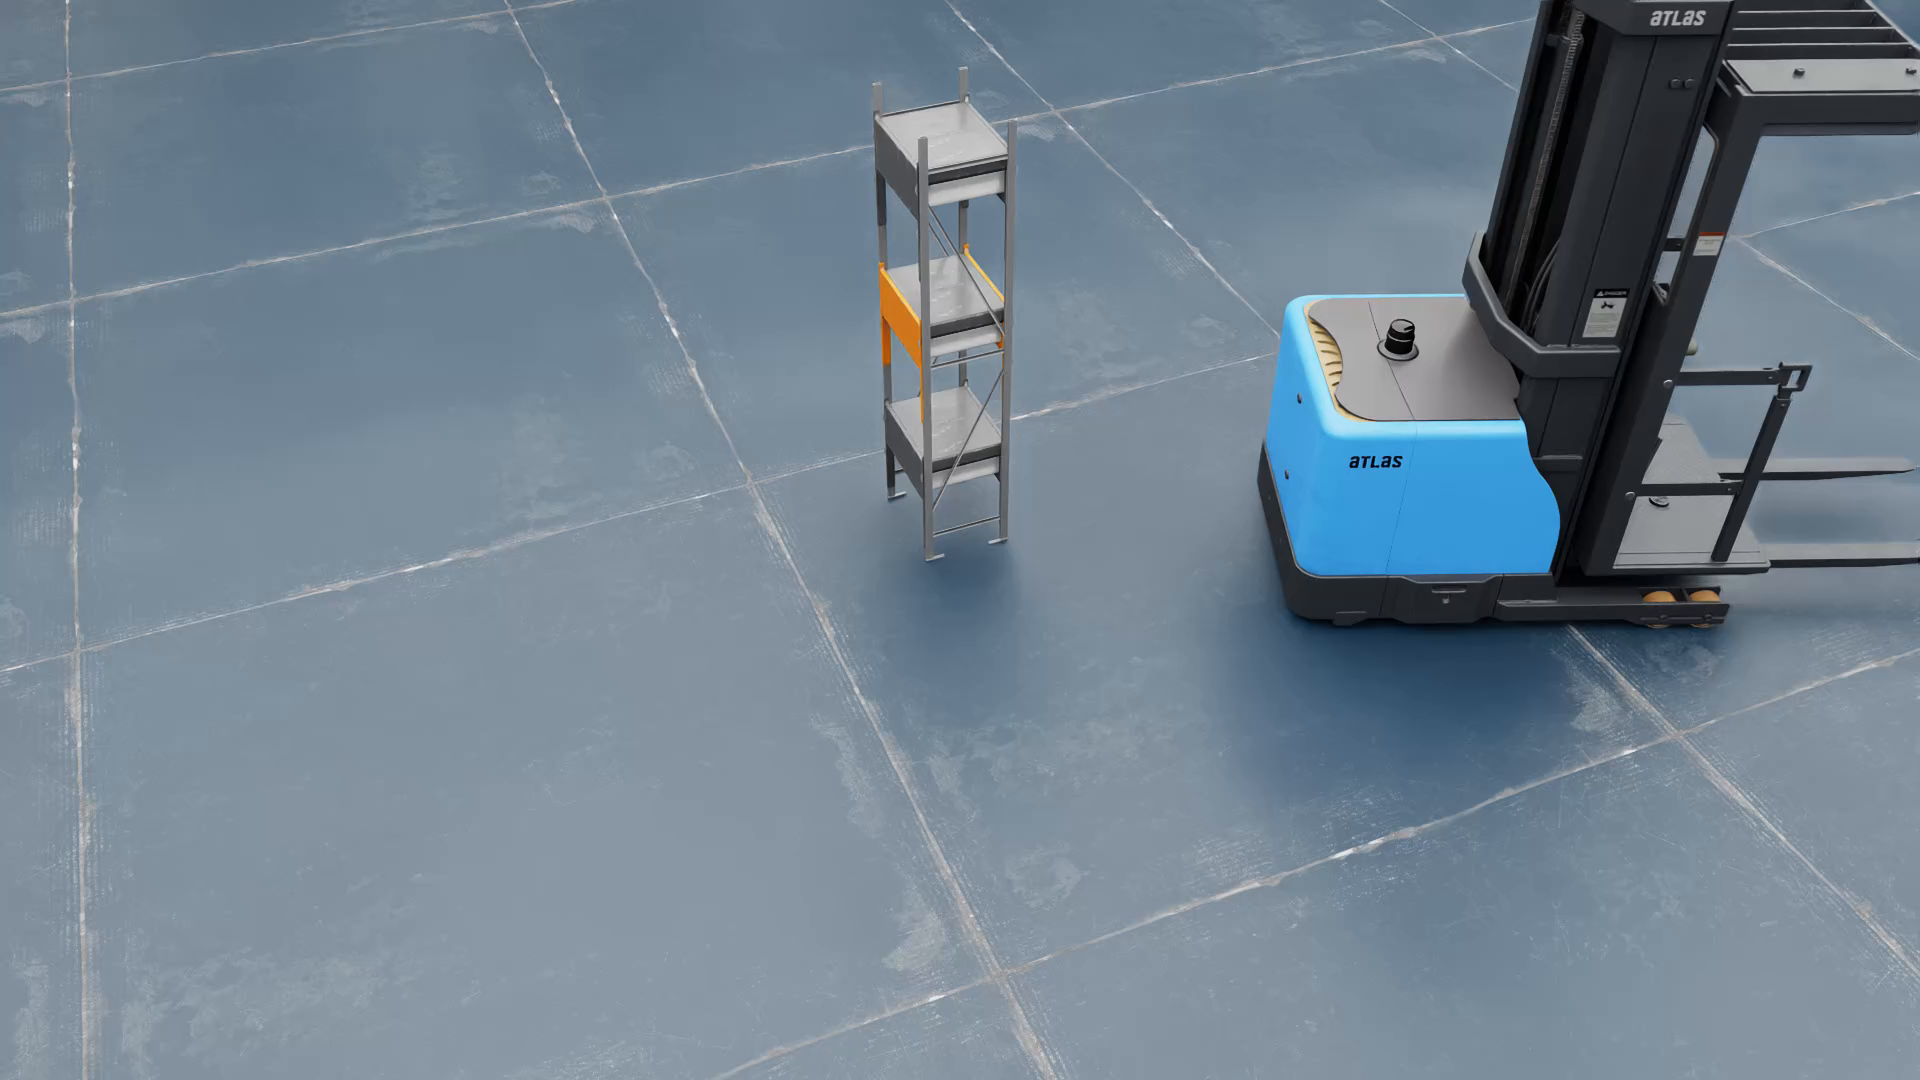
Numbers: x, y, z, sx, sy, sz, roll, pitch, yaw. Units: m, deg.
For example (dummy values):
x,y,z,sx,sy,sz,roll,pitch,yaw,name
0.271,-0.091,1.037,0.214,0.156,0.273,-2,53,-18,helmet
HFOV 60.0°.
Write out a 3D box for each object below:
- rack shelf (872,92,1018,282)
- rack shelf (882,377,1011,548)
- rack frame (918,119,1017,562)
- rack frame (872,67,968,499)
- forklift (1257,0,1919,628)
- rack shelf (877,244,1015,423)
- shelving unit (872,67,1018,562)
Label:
x,y,z,sx,sy,sz,roll,pitch,yaw,name
-0.063,-1.416,6.652,0.431,0.518,0.480,-15,43,-17,rack shelf
-0.063,-0.355,7.565,0.431,0.518,0.480,-15,43,-17,rack shelf
0.030,-0.749,6.929,0.400,2.100,0.015,-15,43,-17,rack frame
-0.157,-1.043,7.271,0.400,2.100,0.015,-15,43,-17,rack frame
2.930,-1.075,6.671,3.031,2.935,1.130,-1,41,-1,forklift
-0.063,-0.885,7.109,0.431,0.518,0.480,-15,43,-17,rack shelf
-0.063,-0.896,7.100,0.431,2.100,0.503,-15,43,-17,shelving unit
